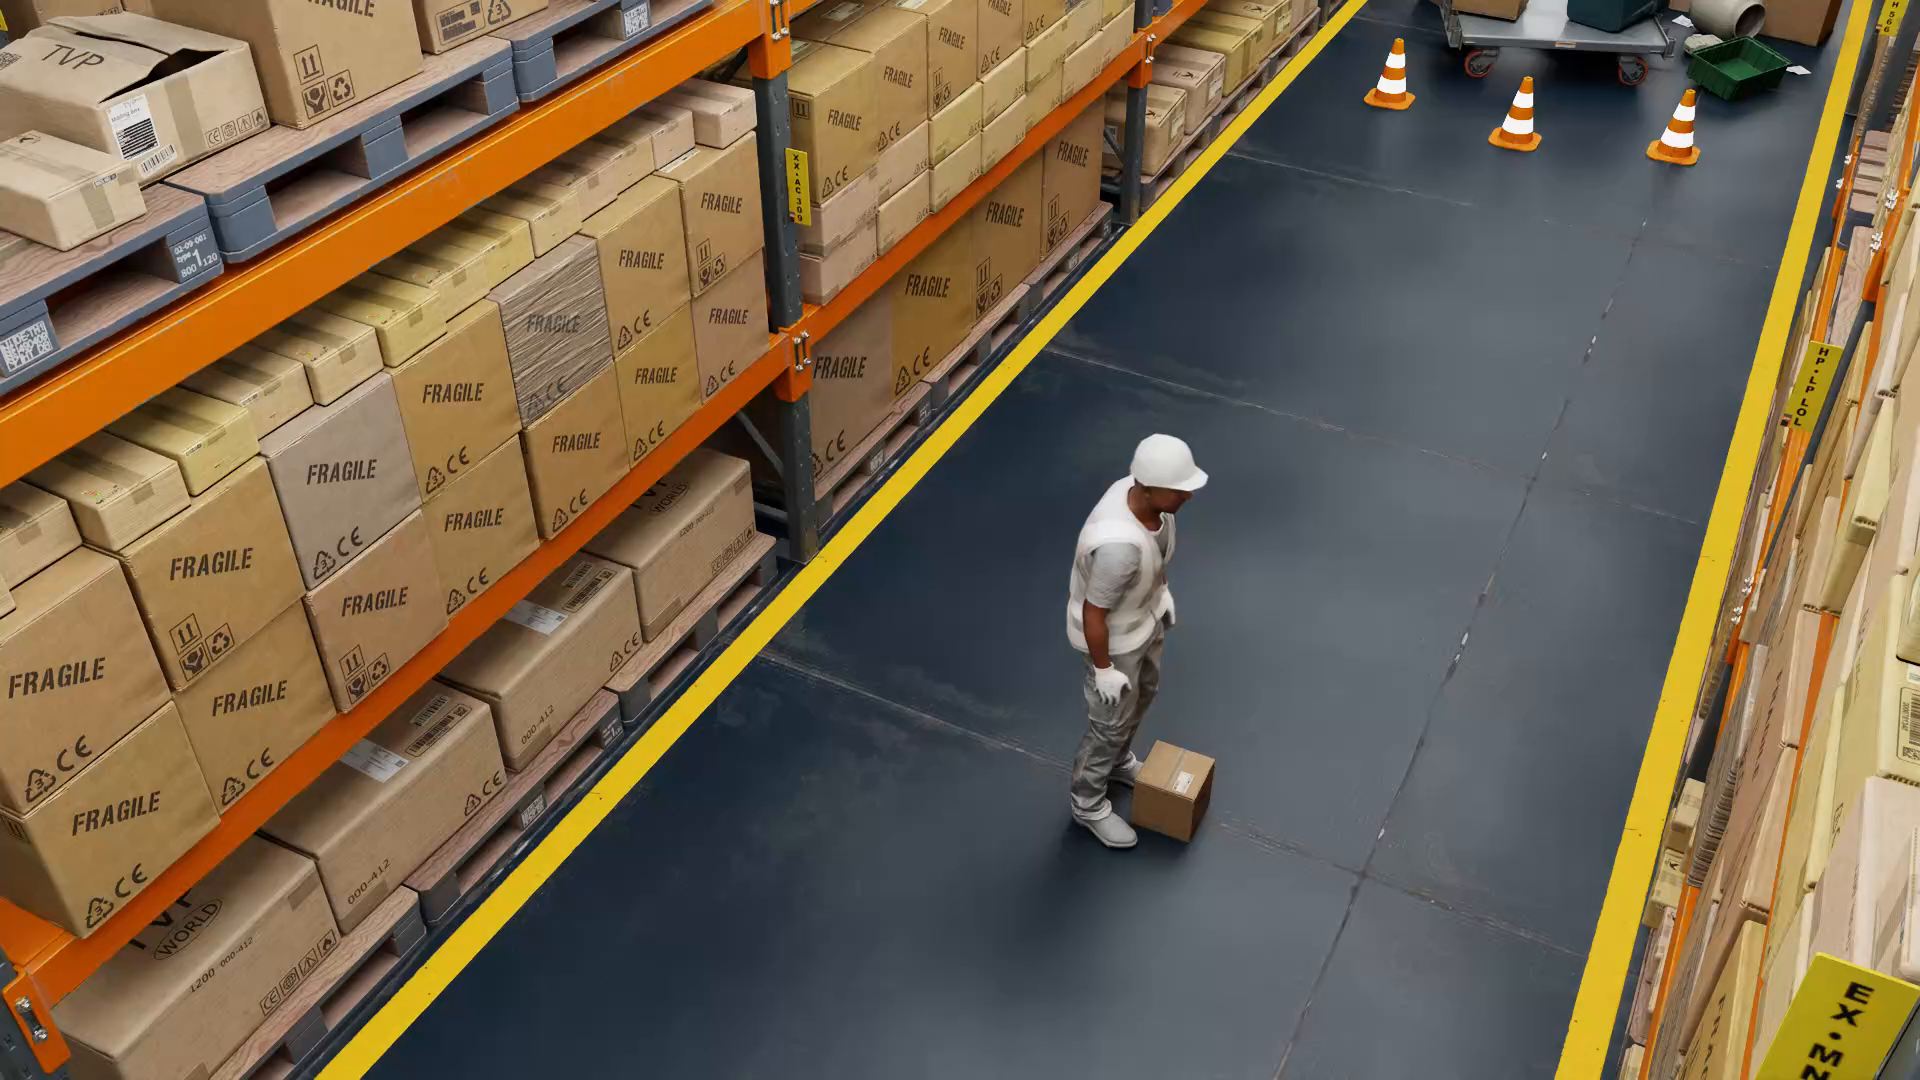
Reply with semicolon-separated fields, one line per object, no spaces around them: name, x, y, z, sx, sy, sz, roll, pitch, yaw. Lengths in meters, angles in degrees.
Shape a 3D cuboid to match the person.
person;0.642;0.350;6.286;0.448;1.775;0.616;18;41;21
